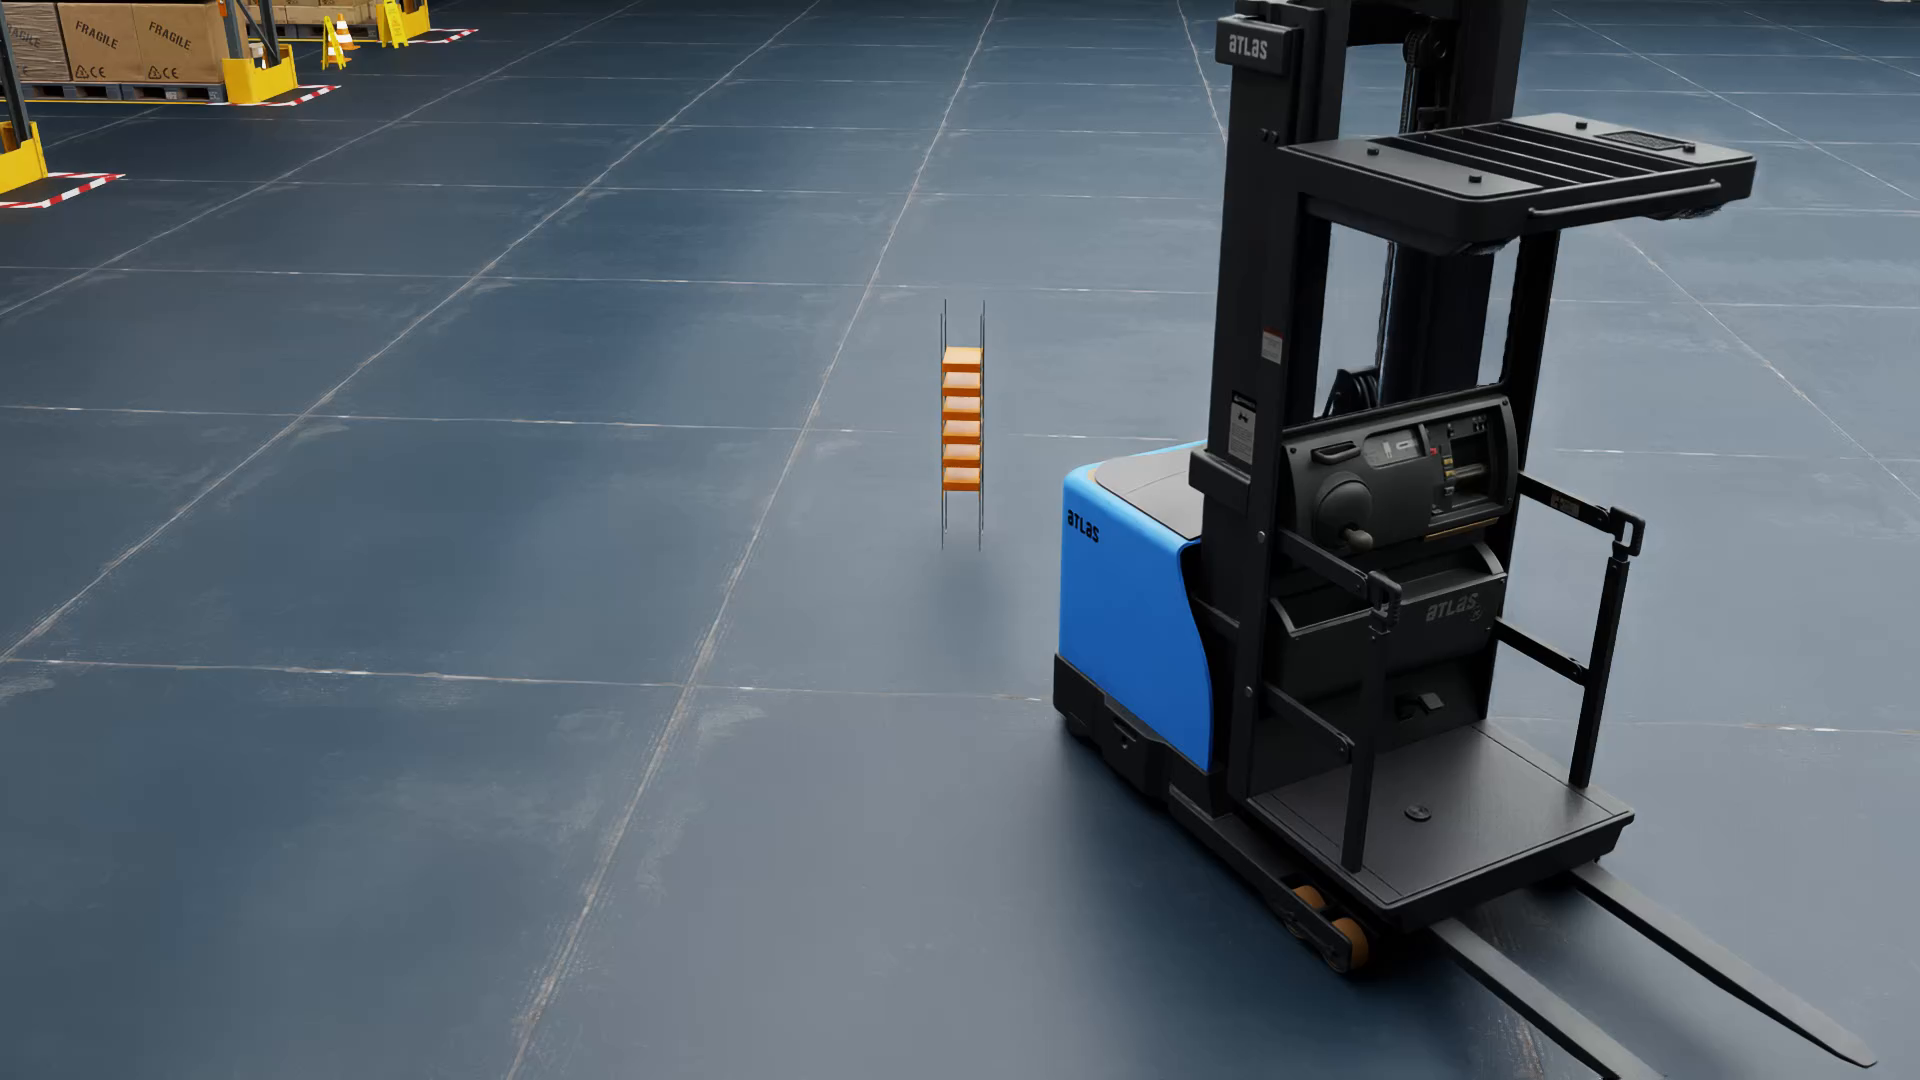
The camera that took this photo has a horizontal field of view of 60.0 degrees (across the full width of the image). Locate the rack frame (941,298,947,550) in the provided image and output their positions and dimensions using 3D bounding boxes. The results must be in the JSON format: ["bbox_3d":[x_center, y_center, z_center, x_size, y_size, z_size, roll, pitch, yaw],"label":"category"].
[{"bbox_3d":[-0.077,-0.548,8.005,0.006,1.200,0.240,2,25,4],"label":"rack frame"}]

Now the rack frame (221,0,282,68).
[{"bbox_3d":[-8.277,-6.644,19.100,0.127,3.000,1.000,2,25,4],"label":"rack frame"}]

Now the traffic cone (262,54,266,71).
[{"bbox_3d":[-8.698,-6.100,20.953,0.334,0.463,0.336,2,25,4],"label":"traffic cone"}]

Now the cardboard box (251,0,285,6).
[{"bbox_3d":[-9.841,-7.944,23.815,0.500,0.500,0.500,1,25,3],"label":"cardboard box"}]

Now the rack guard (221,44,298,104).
[{"bbox_3d":[-8.253,-5.507,19.621,0.348,0.500,1.175,2,25,4],"label":"rack guard"}]

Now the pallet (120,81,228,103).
[{"bbox_3d":[-9.080,-5.370,19.668,1.213,0.211,1.003,2,25,4],"label":"pallet"}]

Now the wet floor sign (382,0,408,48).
[{"bbox_3d":[-7.891,-7.188,23.100,0.232,0.644,0.267,11,27,22],"label":"wet floor sign"}]

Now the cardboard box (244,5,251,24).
[{"bbox_3d":[-10.357,-7.620,24.009,0.500,0.250,0.500,2,25,3],"label":"cardboard box"}]

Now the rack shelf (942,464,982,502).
[{"bbox_3d":[0.014,-0.286,8.117,0.180,0.103,0.258,2,25,4],"label":"rack shelf"}]

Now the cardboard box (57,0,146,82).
[{"bbox_3d":[-9.836,-5.891,19.503,0.875,0.875,0.875,1,25,3],"label":"cardboard box"}]

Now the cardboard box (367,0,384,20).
[{"bbox_3d":[-8.782,-7.793,24.384,0.500,0.250,0.500,2,25,4],"label":"cardboard box"}]

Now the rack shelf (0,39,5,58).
[{"bbox_3d":[-10.752,-4.317,14.904,4.000,0.370,1.077,2,25,4],"label":"rack shelf"}]

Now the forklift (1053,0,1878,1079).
[{"bbox_3d":[1.521,-0.180,5.134,1.130,2.935,3.031,-13,28,-26],"label":"forklift"}]

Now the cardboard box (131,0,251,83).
[{"bbox_3d":[-8.958,-5.863,19.444,0.875,0.875,0.875,2,25,4],"label":"cardboard box"}]

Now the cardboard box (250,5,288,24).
[{"bbox_3d":[-9.863,-7.600,23.965,0.500,0.250,0.500,1,25,2],"label":"cardboard box"}]

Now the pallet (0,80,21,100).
[{"bbox_3d":[-11.513,-5.448,19.837,1.213,0.211,1.003,2,25,4],"label":"pallet"}]

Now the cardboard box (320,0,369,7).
[{"bbox_3d":[-8.818,-7.909,23.740,0.500,0.500,0.500,2,25,4],"label":"cardboard box"}]

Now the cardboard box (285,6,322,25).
[{"bbox_3d":[-9.341,-7.585,23.933,0.500,0.250,0.500,2,25,4],"label":"cardboard box"}]

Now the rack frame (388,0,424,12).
[{"bbox_3d":[-7.999,-8.710,23.591,0.127,3.000,1.000,2,25,4],"label":"rack frame"}]

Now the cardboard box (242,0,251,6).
[{"bbox_3d":[-10.368,-7.959,23.849,0.500,0.500,0.500,3,25,7],"label":"cardboard box"}]

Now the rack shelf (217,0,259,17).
[{"bbox_3d":[-10.271,-6.381,19.389,4.000,0.370,1.077,2,25,4],"label":"rack shelf"}]

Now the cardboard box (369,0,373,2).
[{"bbox_3d":[-8.806,-8.134,24.229,0.500,0.500,0.500,1,25,2],"label":"cardboard box"}]

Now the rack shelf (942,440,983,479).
[{"bbox_3d":[0.014,-0.395,8.067,0.180,0.103,0.258,2,25,4],"label":"rack shelf"}]

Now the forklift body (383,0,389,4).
[{"bbox_3d":[-9.653,-9.694,26.744,1.214,2.155,2.313,2,25,4],"label":"forklift body"}]

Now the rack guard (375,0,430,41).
[{"bbox_3d":[-8.075,-7.577,24.118,0.348,0.500,1.175,2,25,4],"label":"rack guard"}]

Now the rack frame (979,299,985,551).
[{"bbox_3d":[0.106,-0.542,7.992,0.006,1.200,0.240,2,25,4],"label":"rack frame"}]

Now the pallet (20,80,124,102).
[{"bbox_3d":[-10.293,-5.410,19.755,1.213,0.211,1.003,2,25,4],"label":"pallet"}]

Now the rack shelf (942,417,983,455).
[{"bbox_3d":[0.014,-0.504,8.017,0.180,0.103,0.258,2,25,4],"label":"rack shelf"}]

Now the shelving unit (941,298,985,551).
[{"bbox_3d":[0.014,-0.545,7.998,0.189,1.200,0.258,2,25,4],"label":"shelving unit"}]

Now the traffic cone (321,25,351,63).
[{"bbox_3d":[-8.272,-6.560,21.953,0.334,0.463,0.336,2,25,4],"label":"traffic cone"}]

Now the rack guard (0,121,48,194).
[{"bbox_3d":[-8.833,-3.447,15.142,0.348,0.500,1.175,2,25,4],"label":"rack guard"}]

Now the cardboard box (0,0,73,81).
[{"bbox_3d":[-10.744,-5.921,19.568,0.875,0.875,0.875,2,25,4],"label":"cardboard box"}]

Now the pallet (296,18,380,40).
[{"bbox_3d":[-8.882,-7.486,24.267,1.213,0.211,1.003,2,25,4],"label":"pallet"}]

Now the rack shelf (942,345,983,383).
[{"bbox_3d":[0.014,-0.831,7.866,0.180,0.103,0.258,2,25,4],"label":"rack shelf"}]

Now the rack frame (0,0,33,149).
[{"bbox_3d":[-8.757,-4.580,14.614,0.127,3.000,1.000,2,25,4],"label":"rack frame"}]

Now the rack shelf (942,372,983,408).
[{"bbox_3d":[0.014,-0.722,7.916,0.180,0.103,0.258,2,25,4],"label":"rack shelf"}]

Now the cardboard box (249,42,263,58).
[{"bbox_3d":[-9.460,-6.615,22.448,0.250,0.149,0.380,16,29,31],"label":"cardboard box"}]

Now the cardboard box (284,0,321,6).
[{"bbox_3d":[-9.338,-7.925,23.774,0.500,0.500,0.500,3,25,6],"label":"cardboard box"}]

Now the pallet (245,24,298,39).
[{"bbox_3d":[-10.095,-7.527,24.355,1.213,0.211,1.003,2,25,4],"label":"pallet"}]

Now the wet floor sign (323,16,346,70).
[{"bbox_3d":[-8.097,-6.398,21.384,0.232,0.644,0.267,-2,25,-5],"label":"wet floor sign"}]

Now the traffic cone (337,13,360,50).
[{"bbox_3d":[-8.526,-7.034,22.982,0.334,0.463,0.336,2,25,4],"label":"traffic cone"}]

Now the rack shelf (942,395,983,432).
[{"bbox_3d":[0.014,-0.613,7.967,0.180,0.103,0.258,2,25,4],"label":"rack shelf"}]

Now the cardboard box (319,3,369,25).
[{"bbox_3d":[-8.849,-7.566,23.892,0.500,0.250,0.500,2,25,4],"label":"cardboard box"}]
